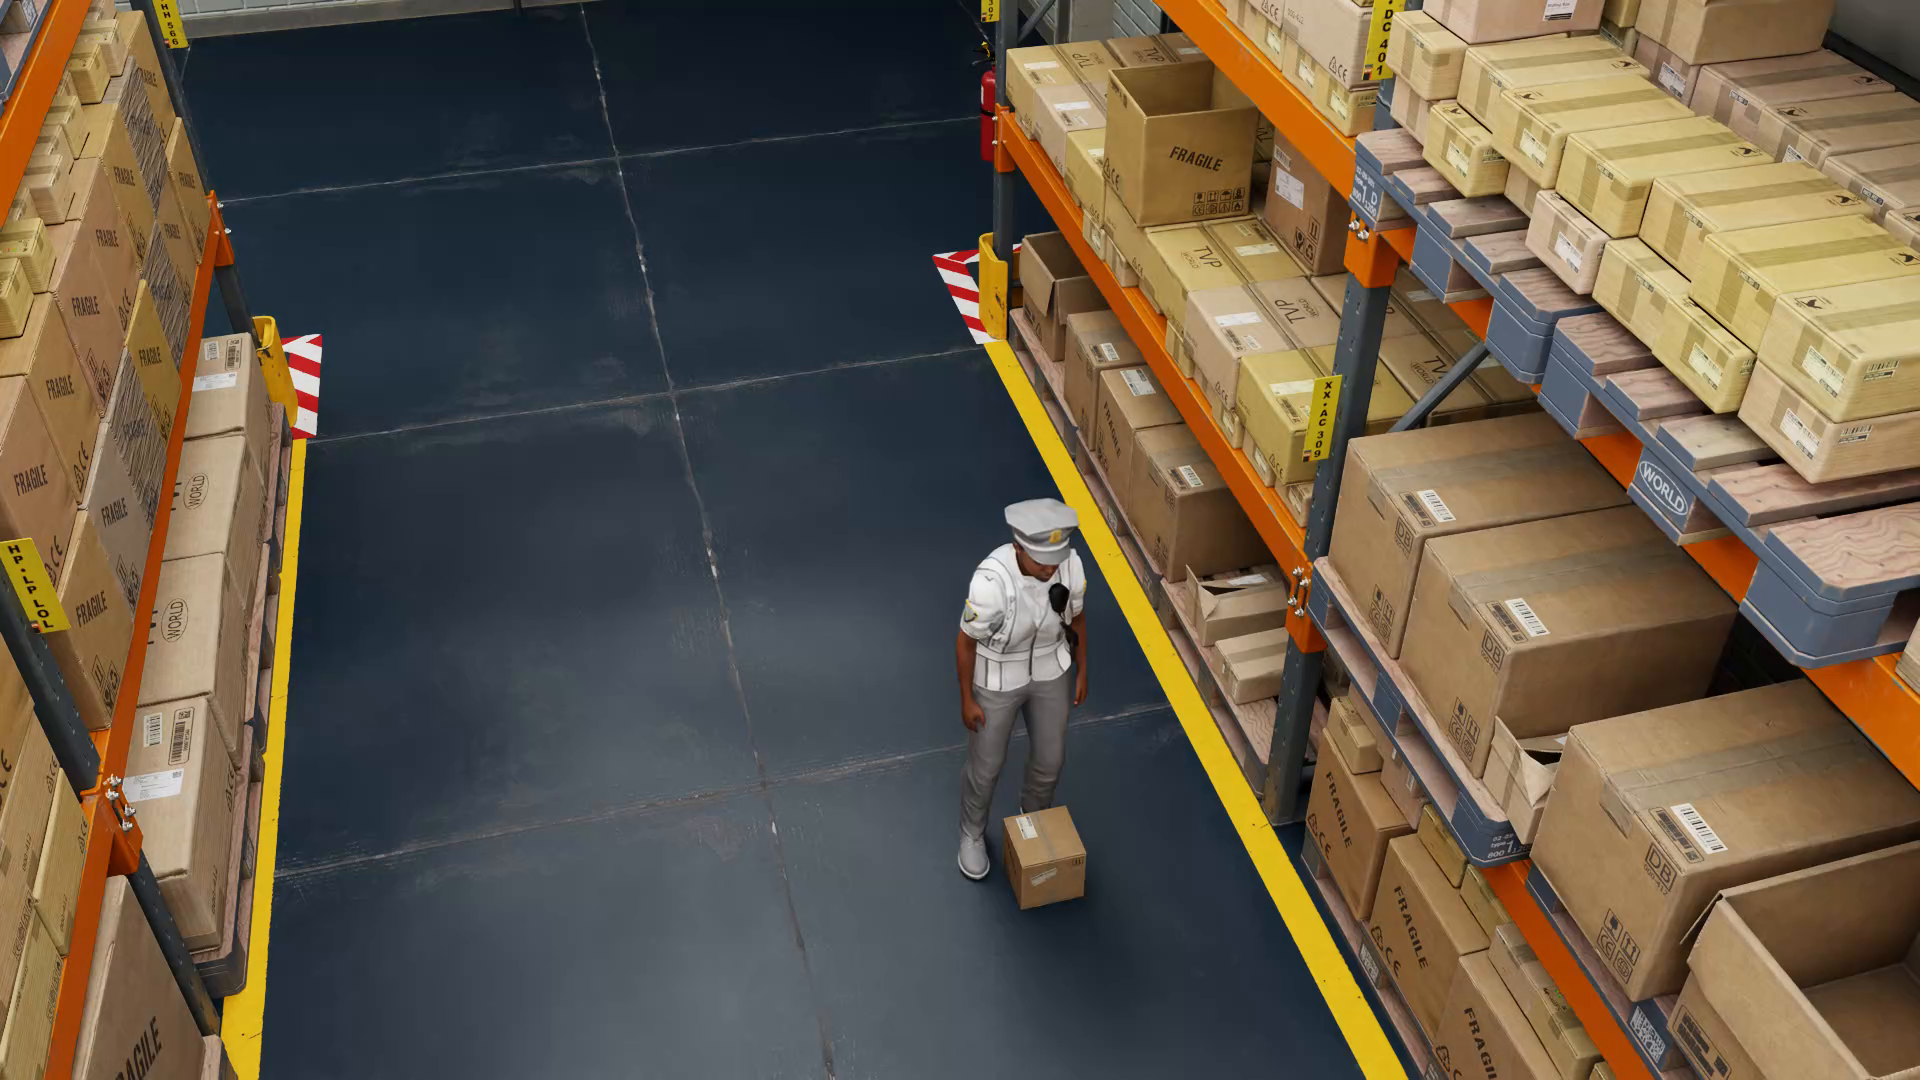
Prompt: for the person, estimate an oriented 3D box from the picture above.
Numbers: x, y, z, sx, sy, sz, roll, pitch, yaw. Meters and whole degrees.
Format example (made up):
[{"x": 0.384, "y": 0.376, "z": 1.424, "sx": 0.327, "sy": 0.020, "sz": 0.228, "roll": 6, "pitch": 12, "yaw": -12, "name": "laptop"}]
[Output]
[{"x": 0.219, "y": 0.522, "z": 6.056, "sx": 0.527, "sy": 1.659, "sz": 0.395, "roll": -12, "pitch": 40, "yaw": -15, "name": "person"}]
